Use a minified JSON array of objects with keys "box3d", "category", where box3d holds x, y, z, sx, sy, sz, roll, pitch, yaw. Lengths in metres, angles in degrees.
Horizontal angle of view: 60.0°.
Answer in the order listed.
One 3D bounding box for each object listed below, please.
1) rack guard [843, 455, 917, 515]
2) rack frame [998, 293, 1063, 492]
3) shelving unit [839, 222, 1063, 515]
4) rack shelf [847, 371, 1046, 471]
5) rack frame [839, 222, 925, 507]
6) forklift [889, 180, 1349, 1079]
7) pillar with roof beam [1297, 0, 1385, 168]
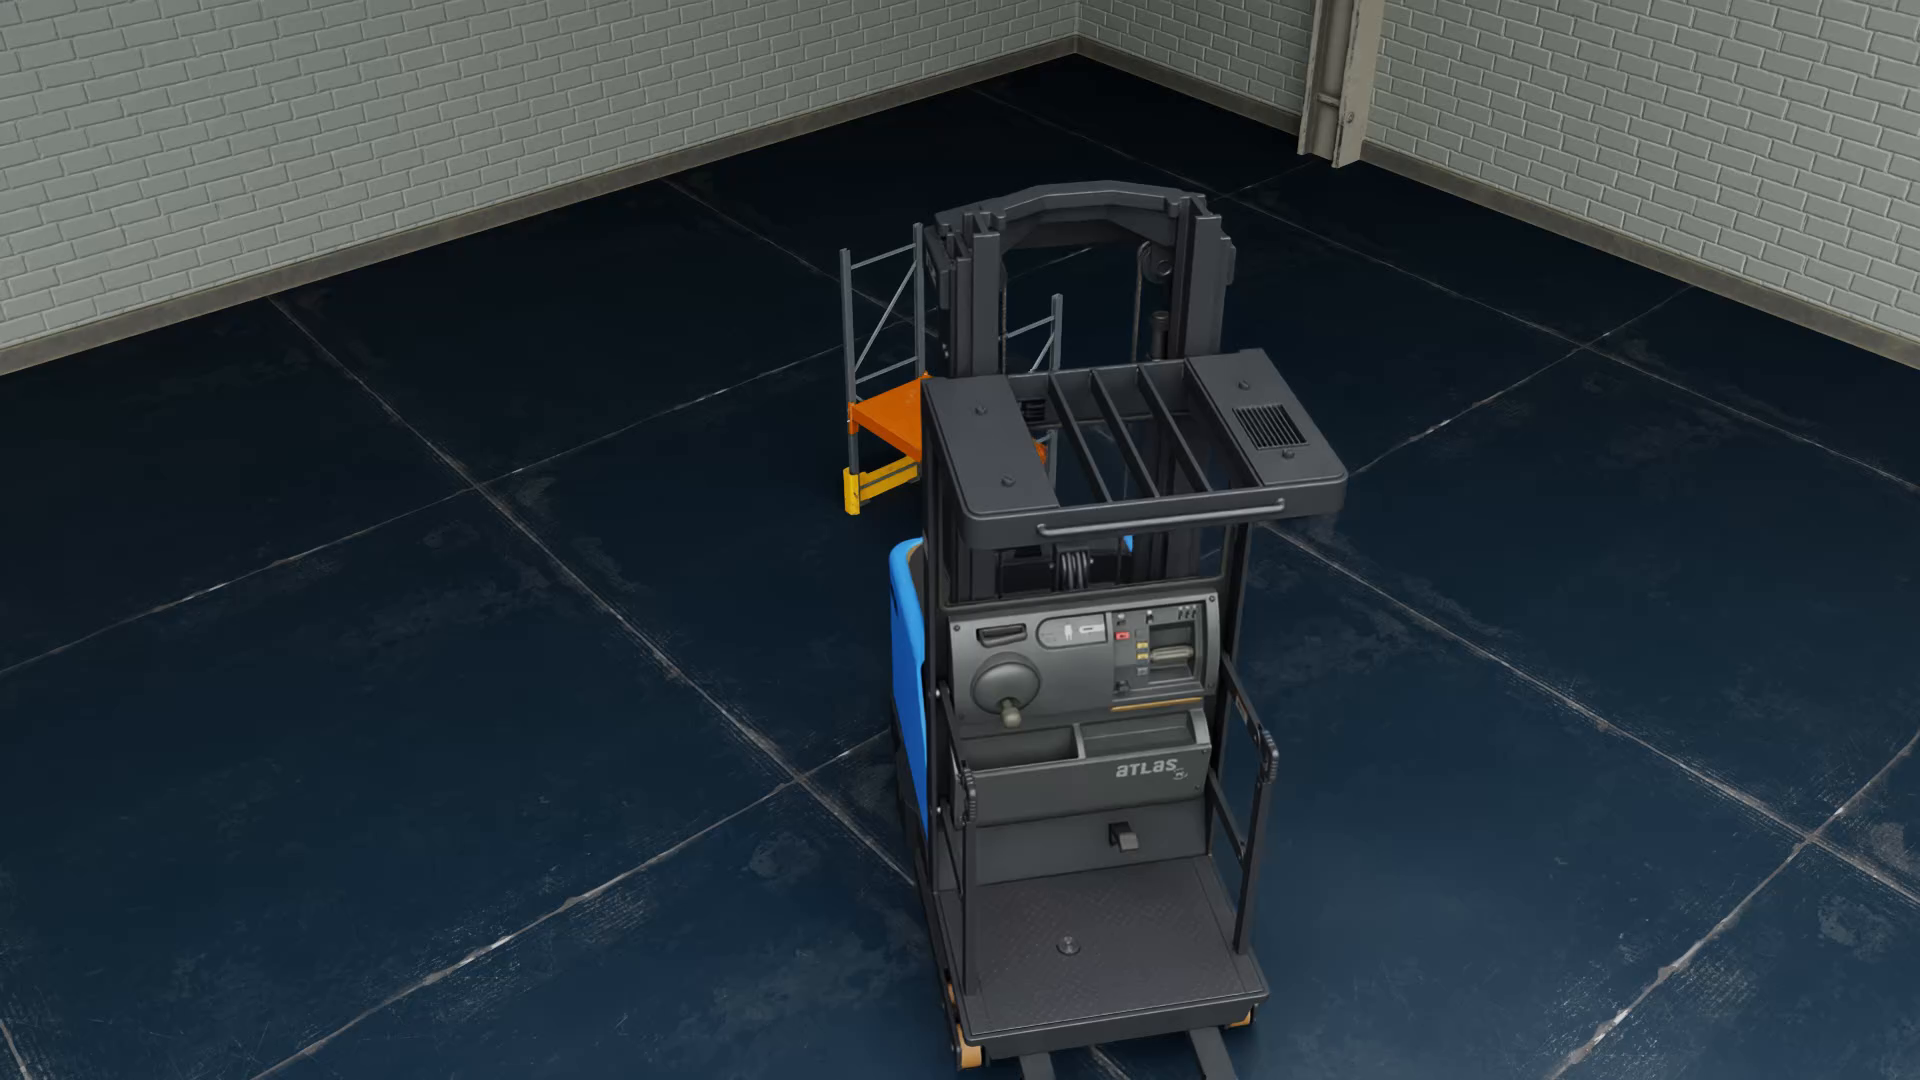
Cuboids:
[{"box3d":[-0.371,-0.356,8.937,0.587,0.250,0.087,-26,43,-32],"category":"rack guard"},{"box3d":[0.273,-0.425,7.954,0.500,1.500,0.032,-26,43,-32],"category":"rack frame"},{"box3d":[-0.049,-0.646,8.265,0.587,1.500,1.083,-26,43,-32],"category":"shelving unit"},{"box3d":[-0.055,-0.503,8.375,0.538,0.185,1.000,-26,43,-32],"category":"rack shelf"},{"box3d":[-0.383,-0.874,8.588,0.500,1.500,0.032,-26,43,-32],"category":"rack frame"},{"box3d":[0.468,0.466,5.457,1.130,2.935,3.031,-6,36,-8],"category":"forklift"},{"box3d":[-0.437,-5.036,7.975,9.100,9.000,0.400,-26,43,-32],"category":"pillar with roof beam"}]
